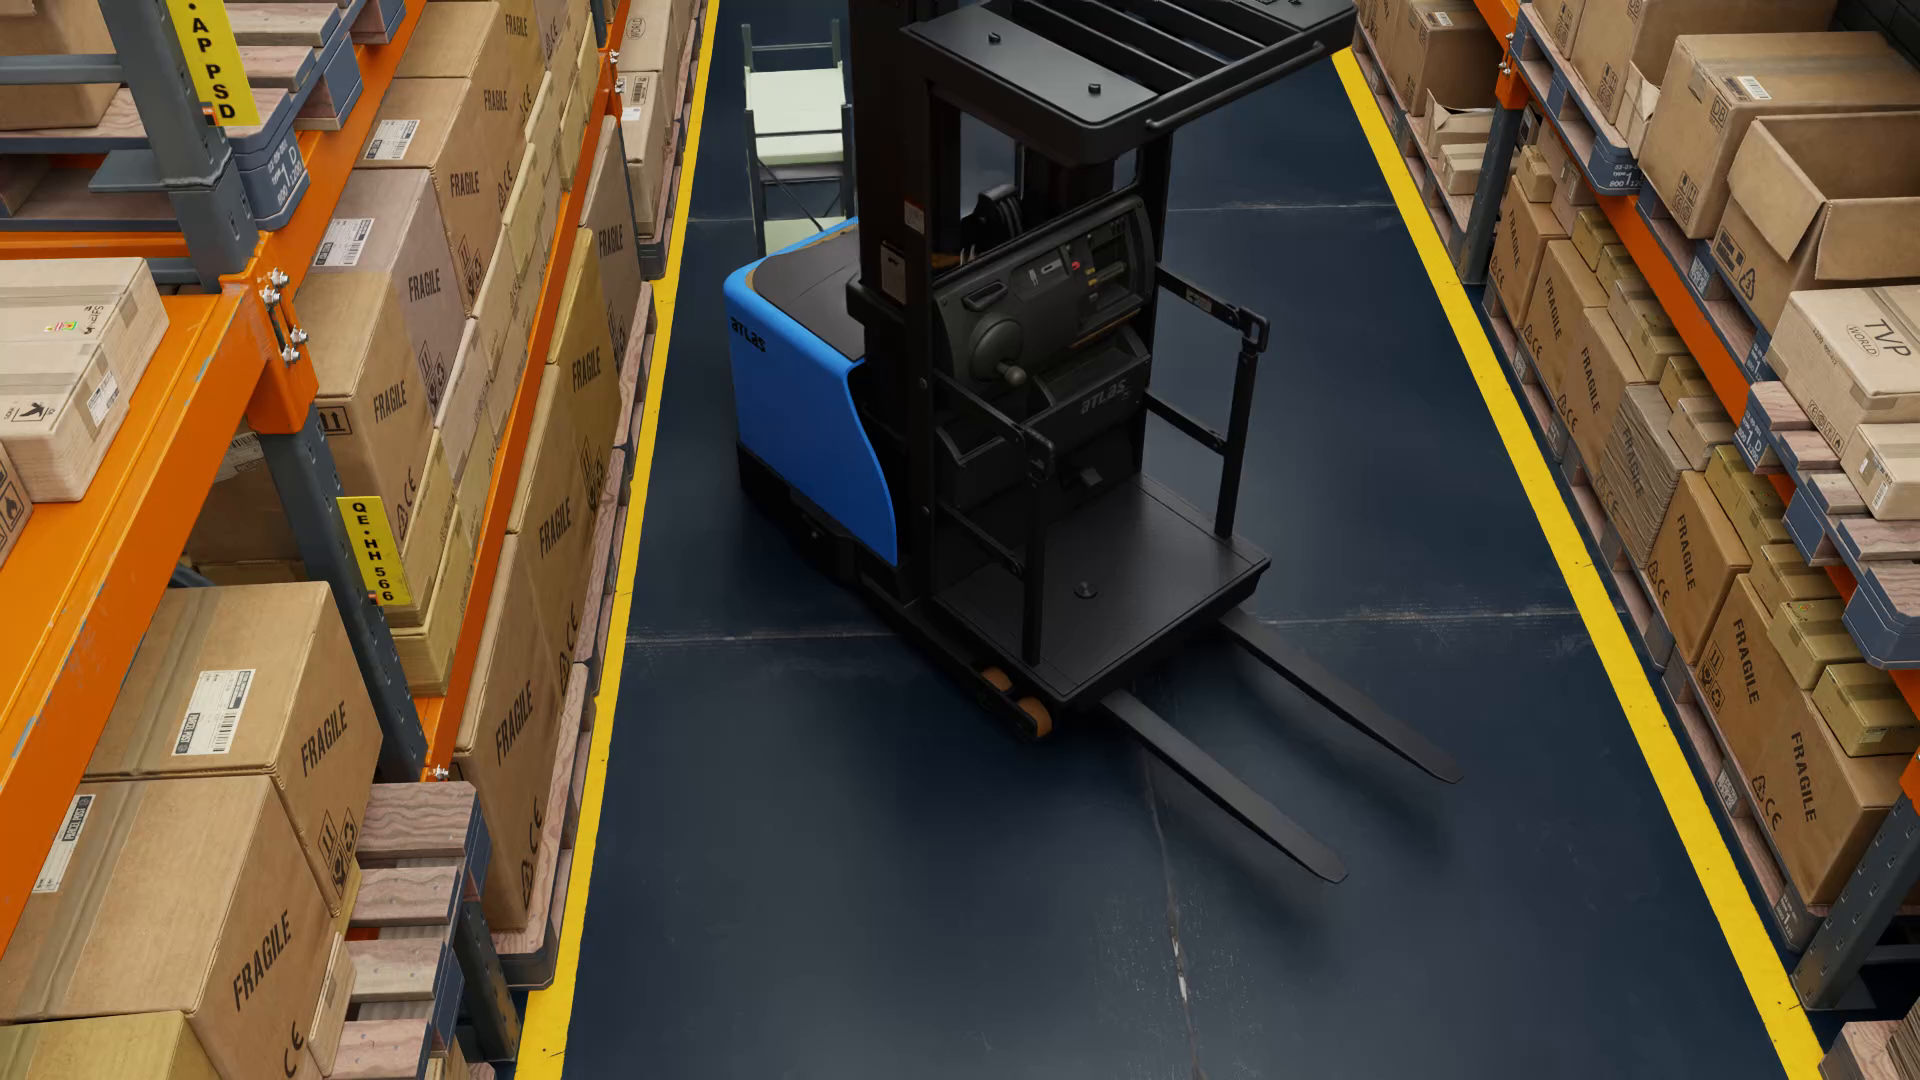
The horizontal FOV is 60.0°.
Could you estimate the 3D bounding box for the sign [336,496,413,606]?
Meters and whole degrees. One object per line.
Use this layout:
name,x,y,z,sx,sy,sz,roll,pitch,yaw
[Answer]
sign,-1.303,0.028,3.701,0.100,0.325,0.005,-2,43,-2

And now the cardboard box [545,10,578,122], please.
cardboard box,-1.725,-1.754,6.185,0.500,0.250,0.500,-1,43,-1

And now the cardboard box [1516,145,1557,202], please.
cardboard box,2.693,-1.620,7.357,0.380,0.149,0.250,0,43,0

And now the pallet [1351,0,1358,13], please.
pallet,2.812,-3.481,10.391,1.003,0.211,1.213,-2,43,-2

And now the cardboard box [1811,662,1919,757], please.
cardboard box,2.840,0.504,5.039,0.380,0.149,0.250,-4,43,-4

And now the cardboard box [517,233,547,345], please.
cardboard box,-1.695,-0.868,5.588,0.500,0.250,0.500,-2,43,-2

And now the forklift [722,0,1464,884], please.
forklift,0.439,-0.749,5.398,1.130,2.935,3.031,-31,51,-29

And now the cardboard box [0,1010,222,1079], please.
cardboard box,-1.493,1.135,2.687,0.500,0.500,0.500,-4,43,-5

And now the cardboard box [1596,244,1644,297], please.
cardboard box,2.830,-1.078,6.765,0.380,0.149,0.250,-2,43,-3

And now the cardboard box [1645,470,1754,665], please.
cardboard box,2.846,0.099,5.962,0.500,0.500,0.500,0,43,0

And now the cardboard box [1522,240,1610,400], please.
cardboard box,2.772,-0.939,7.094,0.500,0.500,0.500,-2,43,-2

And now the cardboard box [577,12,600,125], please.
cardboard box,-1.744,-1.902,6.716,0.500,0.250,0.500,-3,43,-3

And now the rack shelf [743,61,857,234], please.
rack shelf,-0.659,-1.620,6.830,0.431,0.370,0.720,-4,43,-5

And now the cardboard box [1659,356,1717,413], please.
cardboard box,2.852,-0.559,6.199,0.380,0.149,0.250,-1,43,-2

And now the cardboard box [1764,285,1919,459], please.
cardboard box,2.746,-0.500,4.876,0.500,0.250,0.500,-3,43,-4

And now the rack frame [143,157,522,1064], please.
rack frame,-1.845,0.448,4.042,1.000,3.000,0.127,-2,43,-2

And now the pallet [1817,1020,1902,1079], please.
pallet,3.110,1.887,4.535,1.003,0.211,1.213,-2,43,-2

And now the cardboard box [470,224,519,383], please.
cardboard box,-1.650,-0.716,5.053,0.500,0.250,0.500,-2,43,-2

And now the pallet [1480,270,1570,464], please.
pallet,3.016,-0.822,7.490,1.003,0.211,1.213,-2,43,-2

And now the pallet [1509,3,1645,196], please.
pallet,2.869,-1.784,6.619,1.003,0.211,1.213,-2,43,-2

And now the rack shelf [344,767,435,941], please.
rack shelf,-1.760,2.063,2.812,1.077,0.370,4.000,-2,43,-2

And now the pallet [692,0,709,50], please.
pallet,-2.073,-3.388,10.290,1.003,0.211,1.213,-2,43,-2

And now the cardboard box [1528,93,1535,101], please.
cardboard box,3.134,-2.247,8.781,0.380,0.149,0.250,-2,43,-2

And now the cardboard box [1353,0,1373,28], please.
cardboard box,2.703,-3.338,9.711,0.700,0.500,0.500,0,43,0

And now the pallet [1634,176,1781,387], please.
pallet,3.027,-0.939,5.697,1.003,0.211,1.213,-2,43,-2

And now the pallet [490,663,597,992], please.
pallet,-1.803,0.941,5.567,1.003,0.211,1.213,-2,43,-2

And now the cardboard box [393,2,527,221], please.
cardboard box,-1.677,-1.323,5.159,0.500,0.500,0.500,-1,43,-1

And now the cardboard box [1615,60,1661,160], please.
cardboard box,2.620,-1.554,6.014,0.396,0.266,0.258,0,43,0

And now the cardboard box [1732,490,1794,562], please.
cardboard box,2.864,-0.038,5.631,0.380,0.149,0.250,0,43,-1

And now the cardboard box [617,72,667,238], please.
cardboard box,-1.934,-1.890,8.177,0.875,0.438,0.875,-2,43,-2

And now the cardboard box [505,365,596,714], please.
cardboard box,-1.825,0.005,5.786,0.875,0.875,0.875,-1,43,-1

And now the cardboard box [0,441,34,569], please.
cardboard box,-1.815,-0.055,2.296,0.700,0.500,0.500,-2,43,-2

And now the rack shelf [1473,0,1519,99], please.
rack shelf,2.859,-3.483,8.862,1.077,0.370,4.000,-2,43,-2

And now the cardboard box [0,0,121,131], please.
cardboard box,-2.012,-1.101,3.124,0.797,0.503,0.637,-4,43,-4

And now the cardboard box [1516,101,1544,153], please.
cardboard box,3.152,-2.014,8.407,0.500,0.311,0.500,0,43,0

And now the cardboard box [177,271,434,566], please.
cardboard box,-1.622,-0.298,4.041,0.500,0.500,0.500,-3,43,-3

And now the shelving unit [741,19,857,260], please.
shelving unit,-0.659,-1.333,7.094,0.431,1.500,0.755,-4,43,-5

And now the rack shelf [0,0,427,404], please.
rack shelf,-1.930,-1.743,4.744,1.077,0.370,4.000,-2,43,-2

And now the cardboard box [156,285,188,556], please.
cardboard box,-2.128,-0.299,4.043,0.500,0.500,0.500,-3,43,-3

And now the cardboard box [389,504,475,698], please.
cardboard box,-1.615,0.165,4.461,0.500,0.250,0.500,-2,43,-3

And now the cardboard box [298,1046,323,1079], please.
cardboard box,-1.454,1.118,3.186,0.380,0.149,0.250,-4,43,-4
